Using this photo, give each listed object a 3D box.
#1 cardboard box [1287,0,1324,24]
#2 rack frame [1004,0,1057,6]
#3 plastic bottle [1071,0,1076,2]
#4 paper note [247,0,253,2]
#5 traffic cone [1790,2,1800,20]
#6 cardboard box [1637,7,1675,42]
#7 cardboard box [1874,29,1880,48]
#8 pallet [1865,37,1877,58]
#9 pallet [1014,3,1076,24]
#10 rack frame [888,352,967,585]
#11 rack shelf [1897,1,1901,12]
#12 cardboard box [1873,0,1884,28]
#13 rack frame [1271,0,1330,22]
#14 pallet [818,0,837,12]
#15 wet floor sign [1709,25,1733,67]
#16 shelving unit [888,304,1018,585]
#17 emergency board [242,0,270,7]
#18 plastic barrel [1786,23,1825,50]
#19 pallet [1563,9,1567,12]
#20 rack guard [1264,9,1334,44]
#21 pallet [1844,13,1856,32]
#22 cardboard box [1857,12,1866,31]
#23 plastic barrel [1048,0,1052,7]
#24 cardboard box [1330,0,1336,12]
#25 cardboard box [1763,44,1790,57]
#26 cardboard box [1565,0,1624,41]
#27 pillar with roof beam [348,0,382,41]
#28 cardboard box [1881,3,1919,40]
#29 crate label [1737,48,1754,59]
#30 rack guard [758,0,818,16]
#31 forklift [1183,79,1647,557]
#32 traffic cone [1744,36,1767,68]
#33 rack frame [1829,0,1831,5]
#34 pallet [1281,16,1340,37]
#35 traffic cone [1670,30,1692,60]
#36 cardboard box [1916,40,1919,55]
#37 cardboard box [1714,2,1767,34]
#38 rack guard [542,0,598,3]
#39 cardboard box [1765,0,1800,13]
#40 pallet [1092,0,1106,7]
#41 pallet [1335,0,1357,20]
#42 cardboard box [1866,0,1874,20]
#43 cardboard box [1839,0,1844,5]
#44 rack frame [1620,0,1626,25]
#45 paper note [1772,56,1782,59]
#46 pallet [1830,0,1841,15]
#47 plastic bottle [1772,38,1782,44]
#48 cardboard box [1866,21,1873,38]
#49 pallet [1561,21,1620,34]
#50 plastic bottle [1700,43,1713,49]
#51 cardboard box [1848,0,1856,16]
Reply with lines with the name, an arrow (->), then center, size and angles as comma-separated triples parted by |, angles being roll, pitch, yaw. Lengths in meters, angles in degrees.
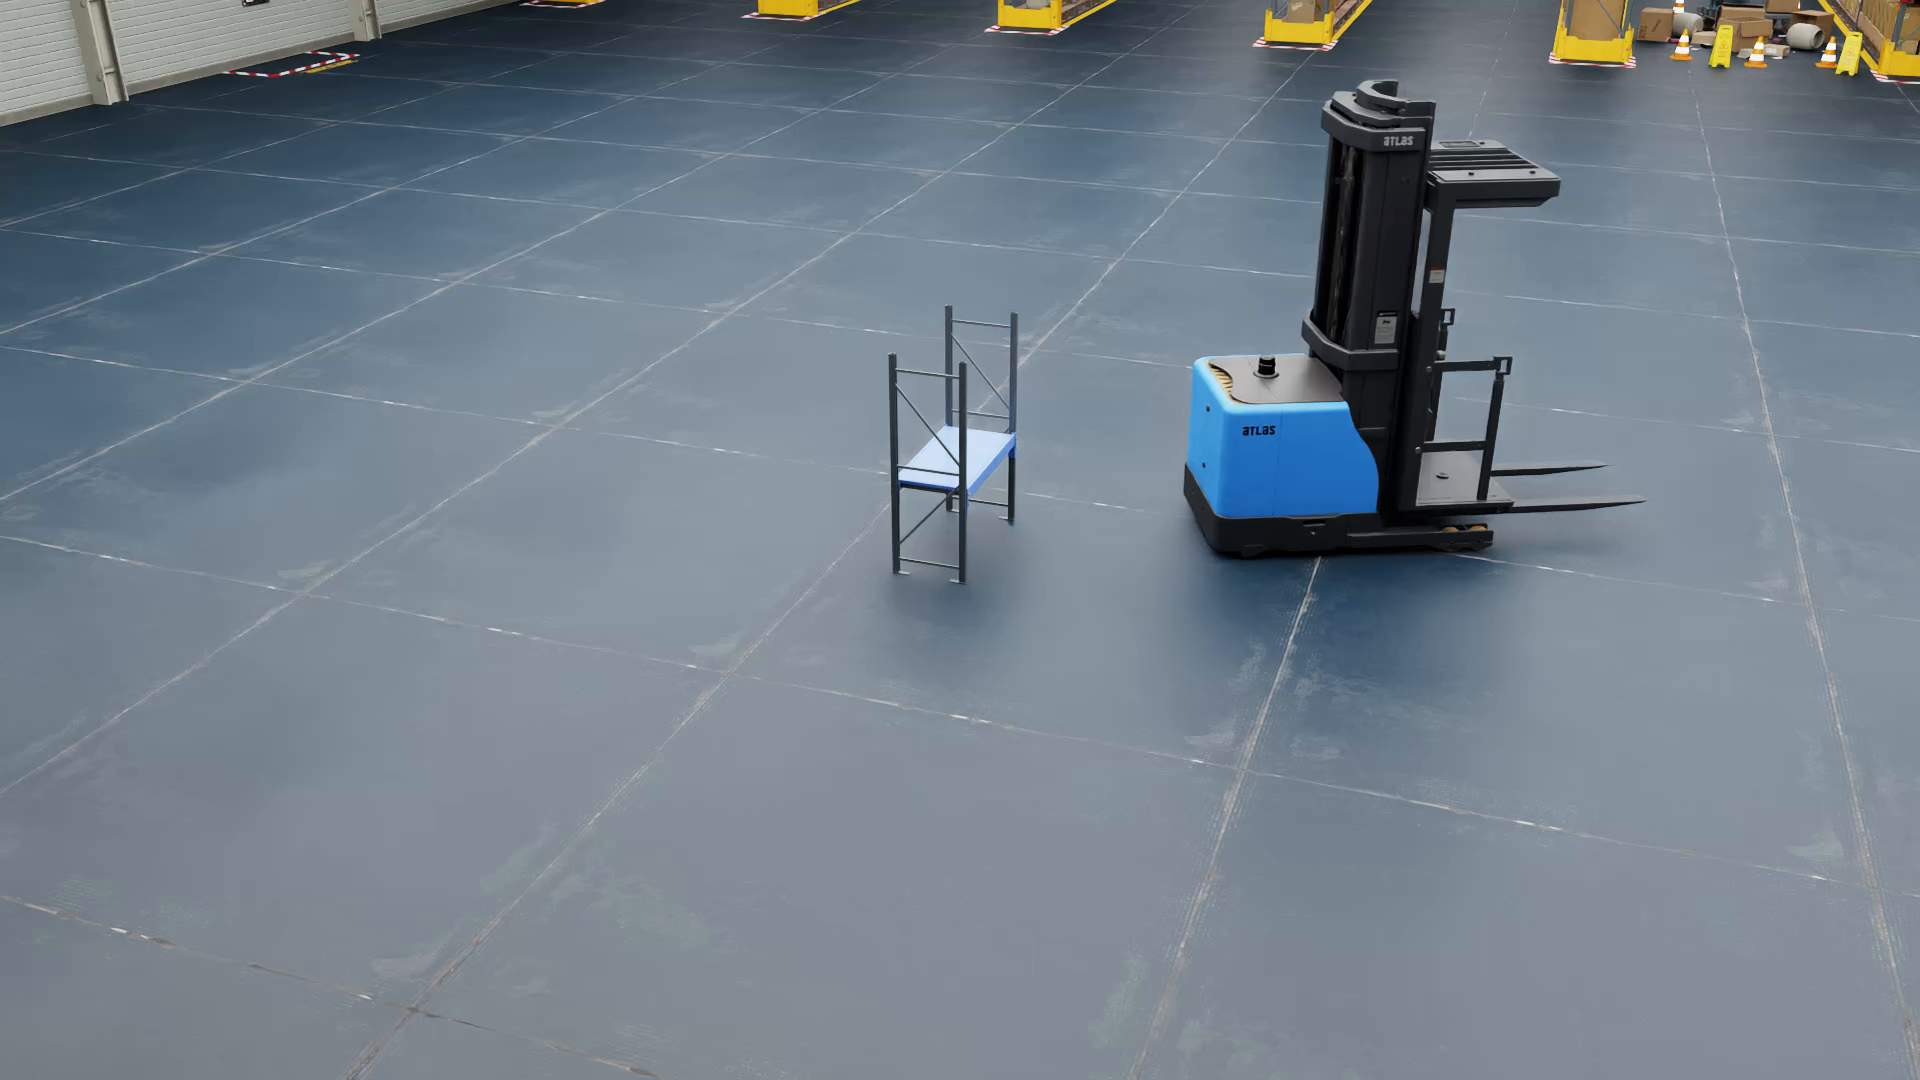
cardboard box -> 6.212, -9.535, 29.887 | 0.500, 0.500, 0.500 | 14, 29, 27
rack frame -> 1.318, -10.935, 30.392 | 1.000, 3.000, 0.127 | 9, 27, 17
plastic bottle -> 2.215, -10.605, 32.337 | 0.097, 0.271, 0.097 | 0, 26, 0
paper note -> -11.586, -8.850, 27.097 | 0.016, 0.148, 0.142 | 9, 27, 17
traffic cone -> 15.757, -9.994, 31.360 | 0.336, 0.463, 0.334 | 9, 27, 17
cardboard box -> 12.414, -9.189, 29.652 | 0.500, 0.500, 0.500 | 14, 29, 26
cardboard box -> 15.529, -8.314, 27.652 | 0.500, 0.250, 0.500 | 9, 27, 18
pallet -> 16.070, -8.384, 28.324 | 1.003, 0.211, 1.213 | 9, 27, 17
pallet -> 1.574, -10.051, 31.767 | 1.003, 0.211, 1.213 | 9, 27, 17
rack frame -> -0.198, -0.431, 10.419 | 0.500, 1.500, 0.032 | 9, 27, 17
rack shelf -> 15.999, -9.278, 27.795 | 1.077, 0.370, 4.000 | 9, 27, 17
cardboard box -> 15.699, -8.857, 27.913 | 0.500, 0.500, 0.500 | 8, 27, 16
rack frame -> 5.988, -10.217, 28.909 | 1.000, 3.000, 0.127 | 9, 27, 17
pallet -> -3.137, -10.720, 33.148 | 1.003, 0.211, 1.213 | 9, 27, 17
wet floor sign -> 12.490, -8.097, 27.233 | 0.267, 0.644, 0.232 | 4, 26, 8
shelving unit -> -0.028, -0.640, 10.851 | 0.538, 1.500, 1.048 | 9, 27, 17
emergency board -> -11.483, -9.308, 27.032 | 0.157, 1.169, 0.626 | 9, 27, 17
plastic barrel -> 14.593, -8.688, 28.709 | 0.421, 0.421, 0.512 | -14, 29, -27
pallet -> 12.149, -10.173, 32.018 | 1.003, 0.211, 1.213 | 9, 27, 17
rack guard -> 6.014, -9.123, 29.518 | 1.175, 0.500, 0.348 | 9, 27, 17
pallet -> 16.922, -9.488, 30.605 | 1.003, 0.211, 1.213 | 9, 27, 17
cardboard box -> 16.214, -9.171, 29.424 | 0.500, 0.250, 0.500 | 7, 27, 15
plastic barrel -> 1.631, -10.492, 31.850 | 0.421, 0.512, 0.421 | 0, 26, 0
cardboard box -> 6.833, -10.263, 31.391 | 0.500, 0.500, 0.500 | 6, 27, 13
cardboard box -> 13.865, -8.328, 28.279 | 0.250, 0.149, 0.380 | -20, 33, -36
cardboard box -> 10.795, -8.977, 28.305 | 0.875, 0.875, 0.875 | 9, 27, 18
pillar with roof beam -> -6.544, -12.395, 26.524 | 9.100, 9.000, 0.400 | 9, 27, 17
cardboard box -> 15.354, -8.436, 27.043 | 0.500, 0.500, 0.500 | 9, 27, 18
crate label -> 13.303, -8.208, 28.046 | 0.250, 0.136, 0.298 | -5, 26, -9
rack guard -> -3.360, -10.520, 32.404 | 1.175, 0.500, 0.348 | 9, 27, 17
forklift -> 3.129, -1.465, 10.913 | 3.031, 2.935, 1.130 | -3, 26, -5
traffic cone -> 13.100, -8.023, 27.289 | 0.336, 0.463, 0.334 | 9, 27, 17
rack frame -> 17.996, -12.067, 32.731 | 1.000, 3.000, 0.127 | 9, 27, 17
pallet -> 6.317, -9.322, 30.260 | 1.003, 0.211, 1.213 | 9, 27, 17
traffic cone -> 12.148, -8.326, 27.916 | 0.336, 0.463, 0.334 | 9, 27, 17
cardboard box -> 15.863, -8.022, 27.050 | 0.500, 0.250, 0.500 | 9, 27, 17
cardboard box -> 13.834, -9.191, 29.501 | 0.797, 0.637, 0.503 | 9, 27, 17
rack guard -> -7.999, -11.278, 33.969 | 1.175, 0.500, 0.348 | 9, 27, 17
cardboard box -> 14.976, -9.885, 30.223 | 0.500, 0.500, 0.500 | 9, 27, 17
pallet -> 2.386, -11.054, 33.838 | 1.003, 0.211, 1.213 | 9, 27, 17
pallet -> 7.129, -10.324, 32.331 | 1.003, 0.211, 1.213 | 9, 27, 17
cardboard box -> 16.047, -9.287, 28.802 | 0.500, 0.500, 0.500 | 10, 28, 20
cardboard box -> 17.560, -10.538, 32.107 | 0.950, 0.372, 0.625 | 8, 27, 16
rack frame -> 11.963, -11.100, 30.733 | 1.000, 3.000, 0.127 | 9, 27, 17
paper note -> 13.771, -8.120, 27.986 | 0.148, 0.019, 0.142 | 0, 26, -1
pallet -> 17.734, -10.491, 32.676 | 1.003, 0.211, 1.213 | 9, 27, 17
plastic bottle -> 14.467, -8.842, 29.443 | 0.133, 0.061, 0.283 | 14, 29, 26
cardboard box -> 15.873, -8.732, 28.516 | 0.500, 0.250, 0.500 | 8, 27, 17
pallet -> 11.232, -9.040, 29.679 | 1.003, 0.211, 1.213 | 9, 27, 17
plastic bottle -> 12.998, -8.617, 28.977 | 0.133, 0.061, 0.283 | 0, 26, -1
cardboard box -> 17.073, -9.941, 30.874 | 0.950, 0.372, 0.625 | 11, 28, 21
